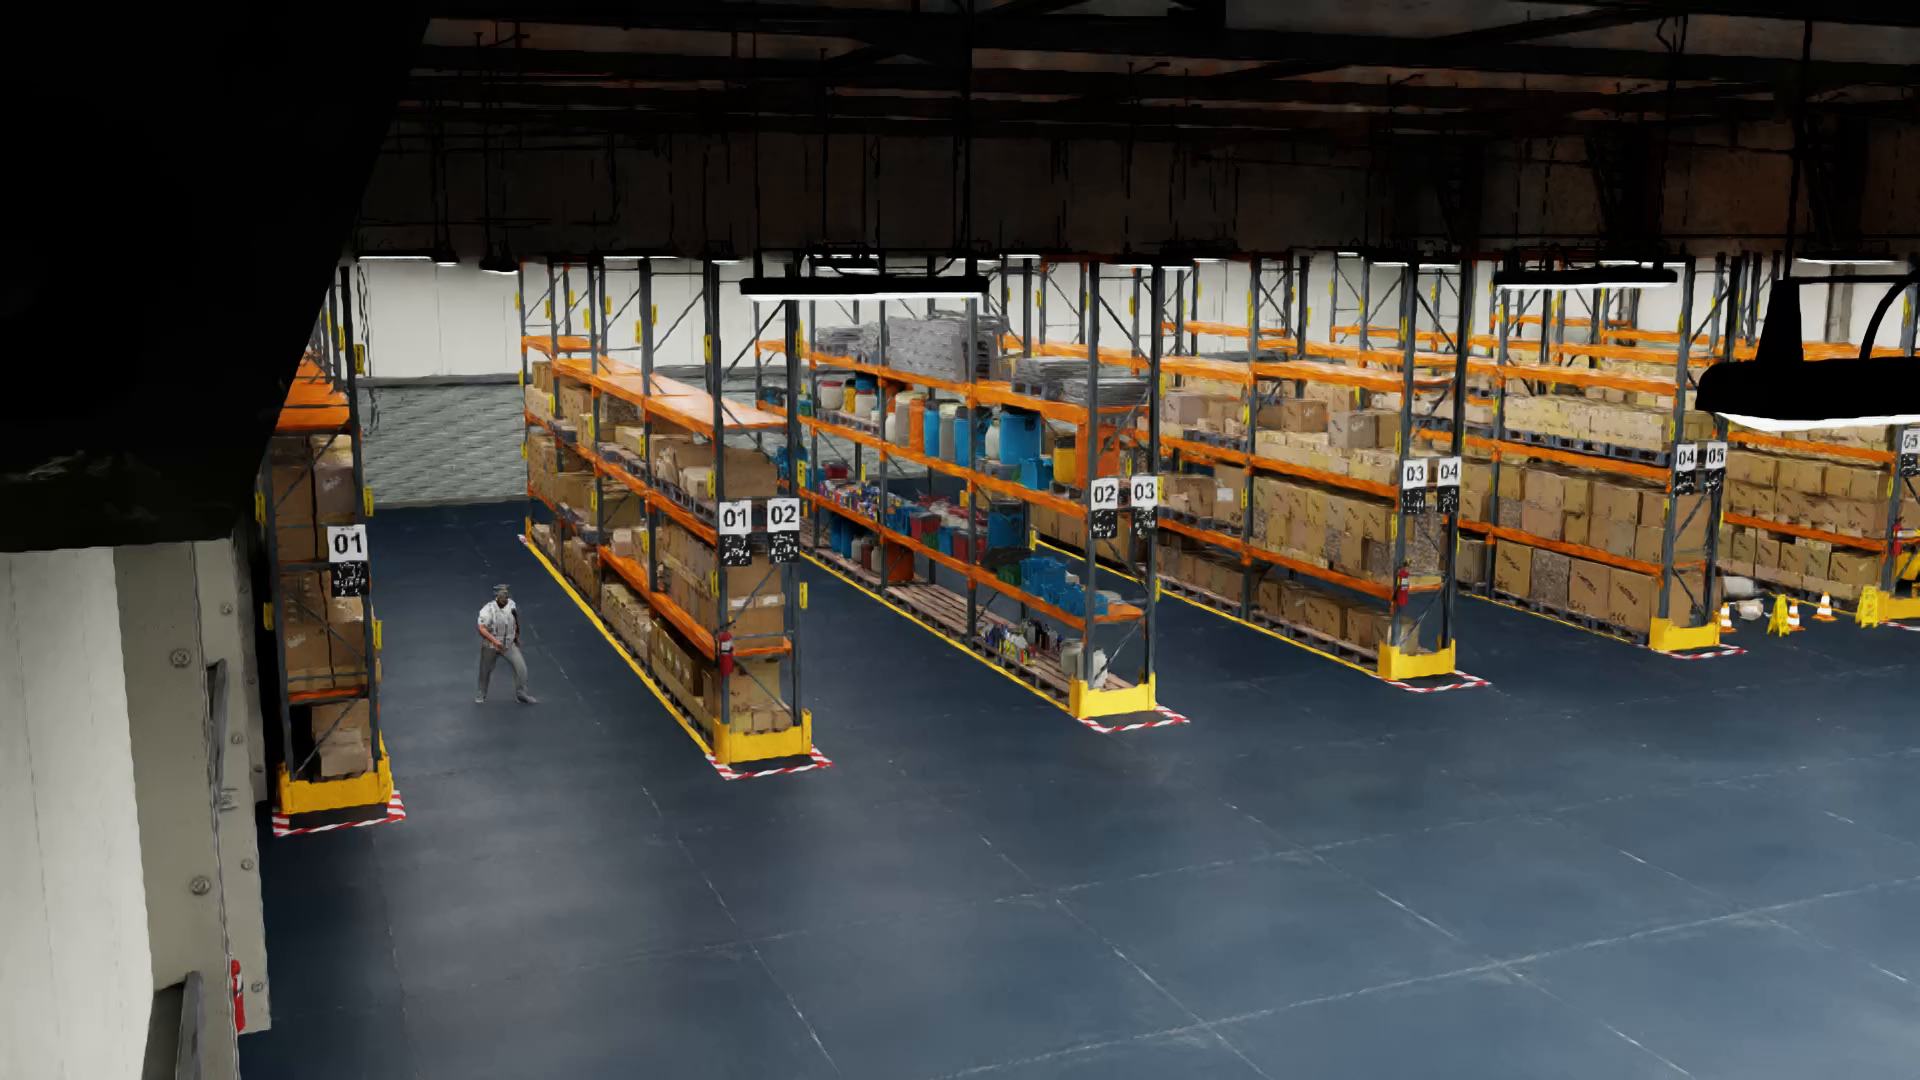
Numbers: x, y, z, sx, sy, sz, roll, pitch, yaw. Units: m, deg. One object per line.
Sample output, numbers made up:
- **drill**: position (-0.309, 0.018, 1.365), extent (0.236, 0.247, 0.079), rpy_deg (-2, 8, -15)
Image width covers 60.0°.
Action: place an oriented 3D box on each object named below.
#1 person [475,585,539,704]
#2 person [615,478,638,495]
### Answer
- **person**: position (-6.252, 1.402, 22.636), extent (0.701, 1.693, 0.857), rpy_deg (-8, 13, -38)
- **person**: position (-7.402, -1.133, 37.013), extent (0.547, 1.533, 0.518), rpy_deg (-5, 11, -24)
